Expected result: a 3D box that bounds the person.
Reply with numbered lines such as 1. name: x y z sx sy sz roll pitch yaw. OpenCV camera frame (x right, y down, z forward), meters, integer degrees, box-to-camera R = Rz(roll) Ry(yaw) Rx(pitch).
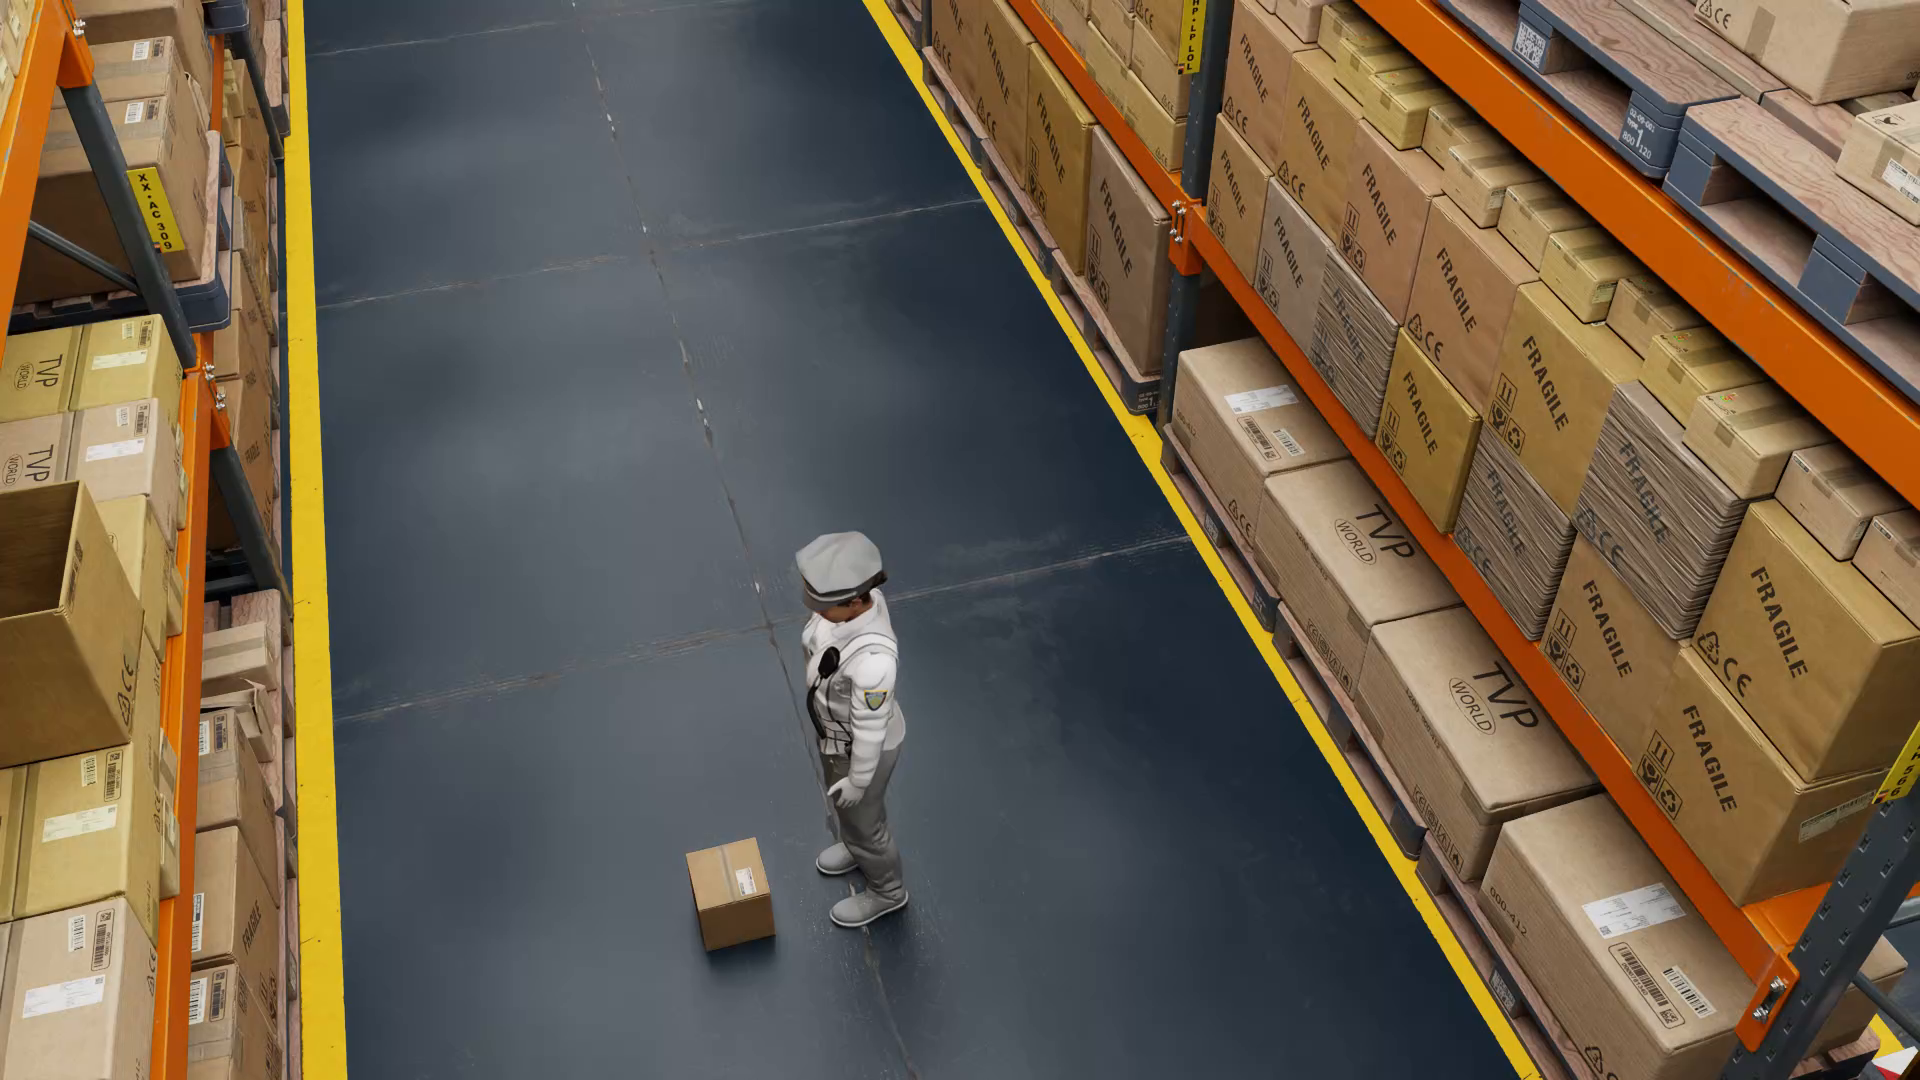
1. person: -0.349 0.651 5.456 0.321 1.662 0.472 -11 44 -12
